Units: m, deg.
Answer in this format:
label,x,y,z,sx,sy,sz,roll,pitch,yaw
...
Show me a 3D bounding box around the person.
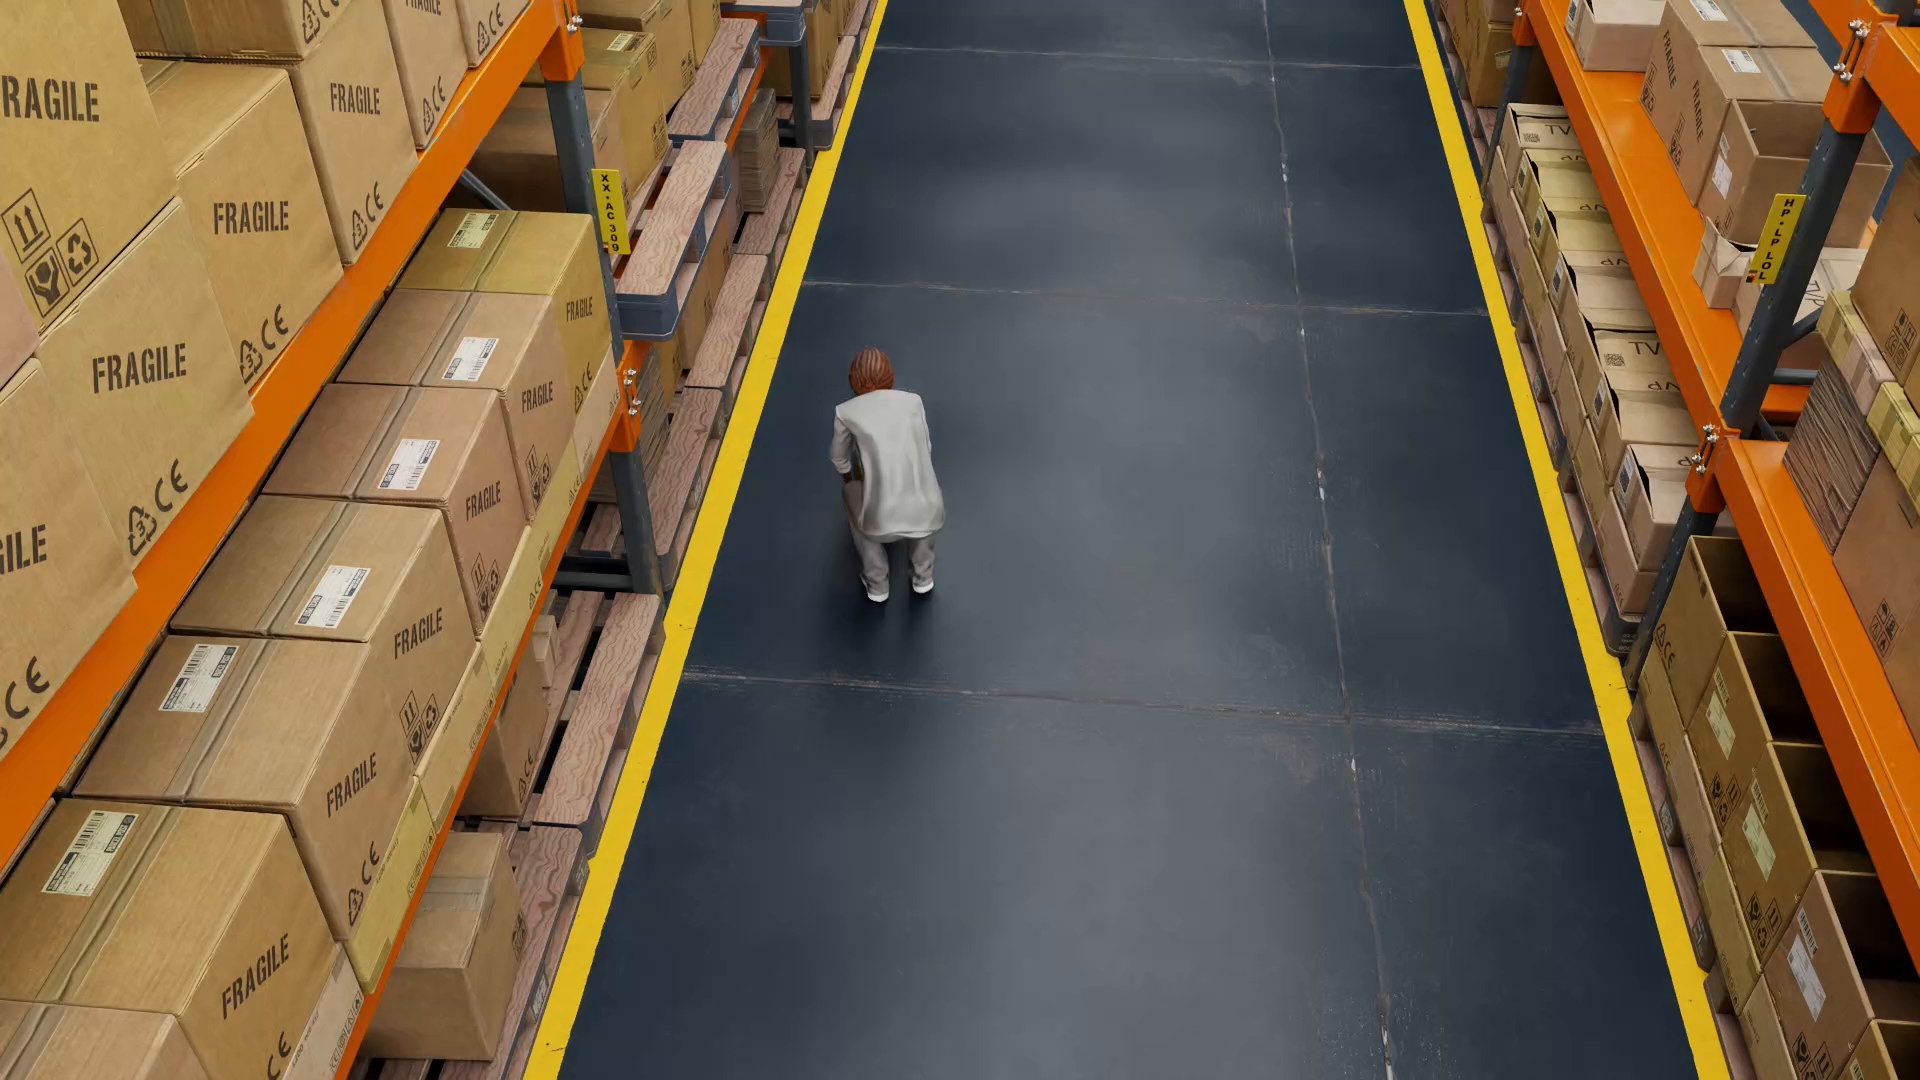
label,x,y,z,sx,sy,sz,roll,pitch,yaw
person,-0.300,-0.221,6.933,0.447,0.935,0.773,-5,41,-6
